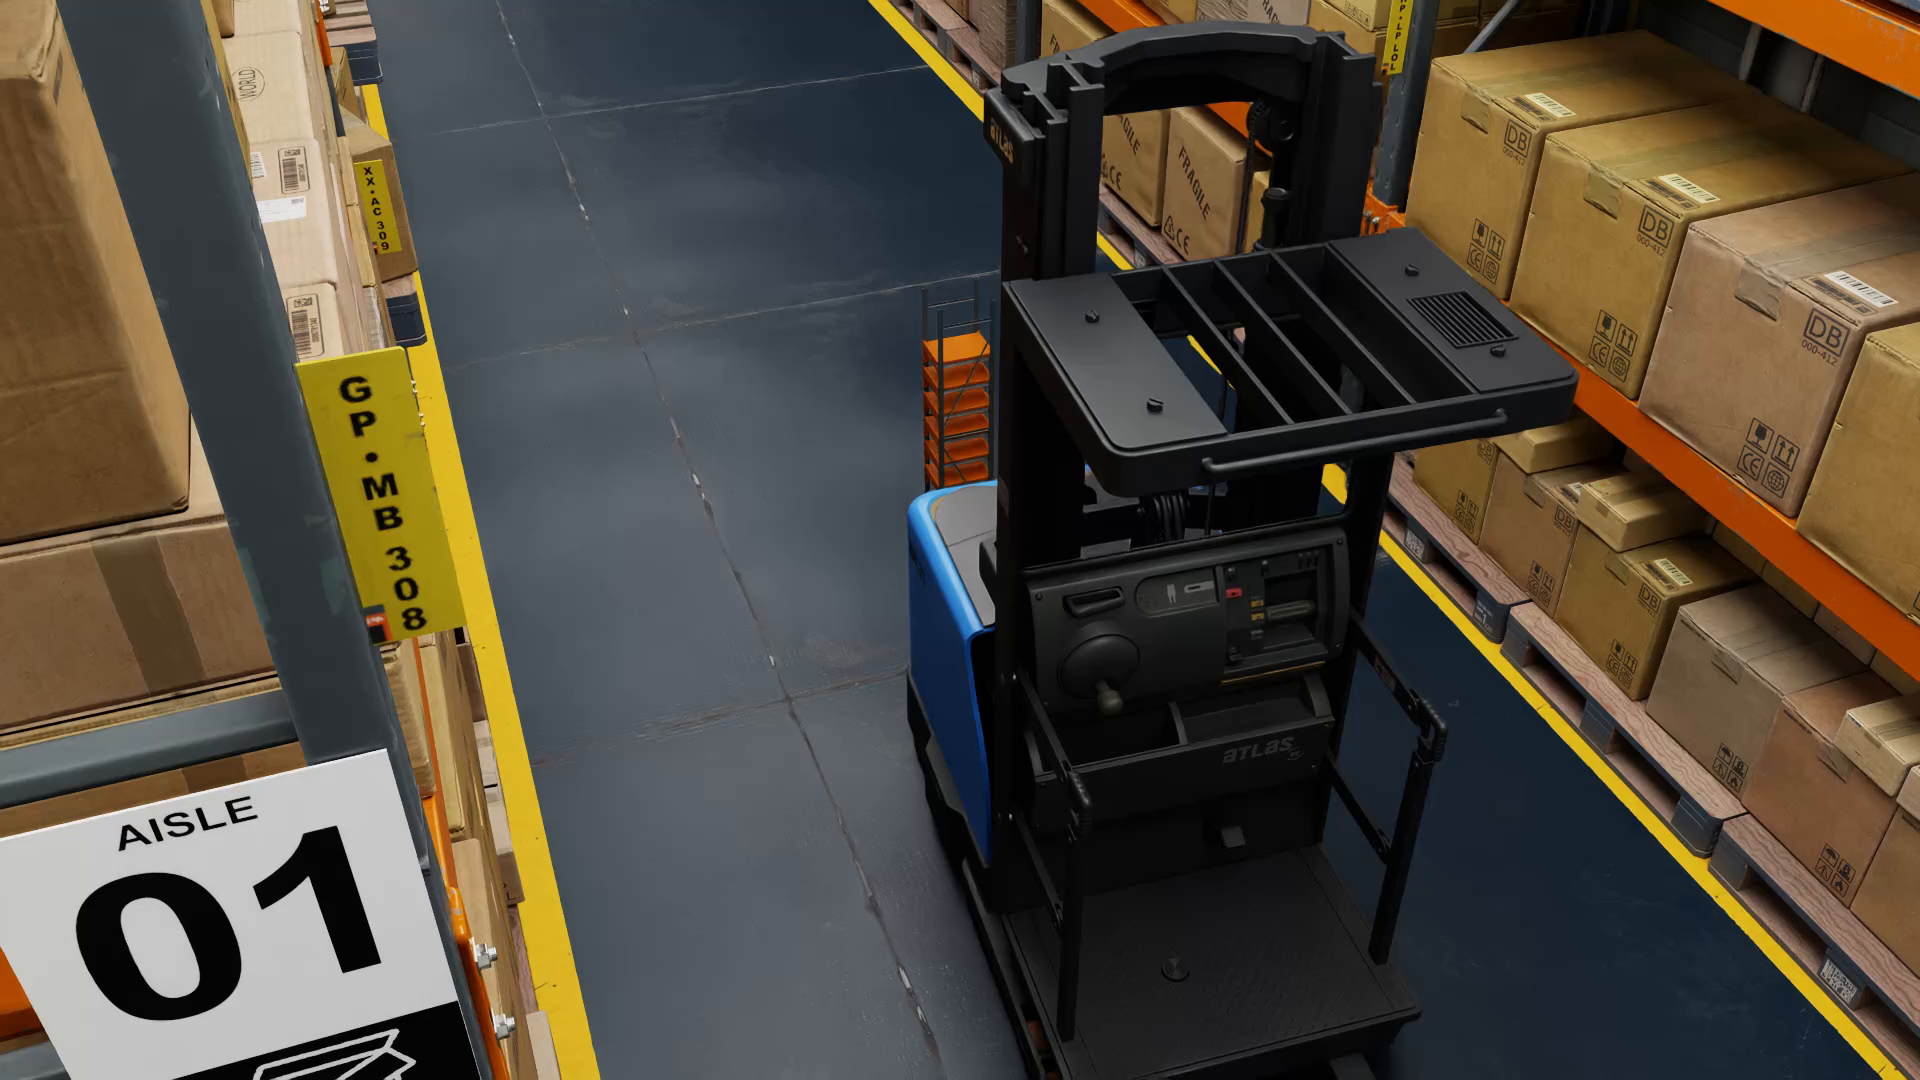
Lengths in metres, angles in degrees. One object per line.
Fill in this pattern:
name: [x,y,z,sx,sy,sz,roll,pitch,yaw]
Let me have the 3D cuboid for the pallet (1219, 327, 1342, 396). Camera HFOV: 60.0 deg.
pallet: [1.879,-0.968,8.360,1.003,0.211,1.213,-12,39,-16]

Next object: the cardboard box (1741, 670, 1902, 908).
cardboard box: [3.085,0.771,5.461,0.700,0.500,0.500,-13,39,-16]

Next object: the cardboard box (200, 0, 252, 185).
cardboard box: [-1.343,-0.599,2.144,0.700,0.500,0.500,-12,39,-16]

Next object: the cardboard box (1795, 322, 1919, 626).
cardboard box: [3.146,-0.217,4.795,0.980,0.700,0.700,-13,39,-16]

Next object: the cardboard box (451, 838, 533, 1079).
cardboard box: [-0.963,0.881,2.673,0.500,0.500,0.500,-11,38,-15]

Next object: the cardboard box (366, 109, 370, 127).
cardboard box: [-3.889,-2.603,10.150,0.500,0.250,0.500,-13,39,-17]

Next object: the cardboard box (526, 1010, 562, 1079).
cardboard box: [-1.323,1.617,4.529,0.500,0.250,0.500,-12,39,-16]

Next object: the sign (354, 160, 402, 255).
sign: [-1.928,-1.096,5.493,0.100,0.325,0.005,-12,39,-16]

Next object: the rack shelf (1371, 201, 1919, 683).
rack shelf: [2.904,-0.245,5.679,1.077,0.370,4.000,-12,39,-16]

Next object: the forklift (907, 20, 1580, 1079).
forklift: [0.702,0.299,4.417,1.130,2.935,3.031,-10,38,-13]

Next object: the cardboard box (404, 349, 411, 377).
cardboard box: [-2.904,-1.004,7.801,0.500,0.500,0.500,-14,39,-18]

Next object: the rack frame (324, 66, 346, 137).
rack frame: [-2.434,-0.634,5.599,1.000,3.000,0.127,-12,39,-16]

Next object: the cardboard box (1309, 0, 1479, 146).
cardboard box: [1.820,-2.037,7.114,0.500,0.500,0.500,-13,39,-17]

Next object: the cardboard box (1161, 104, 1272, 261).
cardboard box: [1.561,-1.813,8.601,0.750,0.750,0.750,-11,38,-15]

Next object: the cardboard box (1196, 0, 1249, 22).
cardboard box: [1.470,-2.609,7.873,0.500,0.500,0.500,-12,39,-16]

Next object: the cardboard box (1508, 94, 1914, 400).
cardboard box: [2.633,-1.058,5.912,0.980,0.700,0.700,-13,39,-17]

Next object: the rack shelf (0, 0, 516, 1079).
rack shelf: [-1.746,-0.415,3.413,1.077,0.370,4.000,-12,39,-16]

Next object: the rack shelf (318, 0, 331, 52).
rack shelf: [-3.123,-2.675,6.412,1.077,0.370,4.000,-12,39,-16]

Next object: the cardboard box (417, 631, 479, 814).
cardboard box: [-1.318,0.304,3.440,0.500,0.500,0.500,-12,39,-15]

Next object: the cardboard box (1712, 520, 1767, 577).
cardboard box: [2.963,-0.035,5.993,0.380,0.149,0.250,-13,39,-17]

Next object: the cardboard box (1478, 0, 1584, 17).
cardboard box: [2.302,-2.442,7.028,0.500,0.250,0.500,-11,38,-15]

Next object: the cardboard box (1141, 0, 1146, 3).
cardboard box: [1.125,-3.022,8.961,0.380,0.149,0.250,-12,39,-15]

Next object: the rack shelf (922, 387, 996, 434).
rack shelf: [-0.005,-0.548,6.854,0.258,0.103,0.180,-12,39,-16]

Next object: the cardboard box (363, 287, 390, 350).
cardboard box: [-1.665,-0.268,4.198,0.500,0.500,0.500,-12,39,-16]

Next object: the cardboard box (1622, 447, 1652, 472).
cardboard box: [2.788,-0.323,6.376,0.380,0.149,0.250,-14,39,-17]

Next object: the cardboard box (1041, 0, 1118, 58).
cardboard box: [0.969,-2.788,9.896,0.750,0.750,0.750,-13,39,-17]

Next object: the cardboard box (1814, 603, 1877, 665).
cardboard box: [3.139,0.253,5.610,0.380,0.149,0.250,-12,39,-15]

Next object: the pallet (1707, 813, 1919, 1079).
pallet: [3.243,1.276,5.380,1.003,0.211,1.213,-12,39,-16]

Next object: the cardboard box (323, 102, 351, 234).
cardboard box: [-1.508,-0.704,3.323,0.500,0.250,0.500,-12,39,-16]

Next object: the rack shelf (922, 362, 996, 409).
rack shelf: [-0.005,-0.644,6.782,0.258,0.103,0.180,-12,39,-16]

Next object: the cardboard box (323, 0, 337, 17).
cardboard box: [-3.488,-2.769,8.001,0.700,0.500,0.500,-26,44,-31]

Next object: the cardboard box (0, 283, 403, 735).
cardboard box: [-0.990,-0.056,2.048,0.500,0.250,0.500,-12,39,-16]

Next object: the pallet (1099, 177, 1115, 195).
pallet: [1.039,-2.347,10.190,1.003,0.211,1.213,-12,39,-16]

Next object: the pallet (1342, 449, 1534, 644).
pallet: [2.404,-0.102,7.210,1.003,0.211,1.213,-12,39,-16]

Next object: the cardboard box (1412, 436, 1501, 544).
cardboard box: [2.376,-0.387,7.000,0.700,0.500,0.500,-12,39,-15]

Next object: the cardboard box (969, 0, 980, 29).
cardboard box: [0.474,-3.810,11.526,0.700,0.500,0.500,-13,39,-16]

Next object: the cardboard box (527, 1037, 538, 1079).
cardboard box: [-0.963,1.280,2.974,0.500,0.500,0.500,-12,39,-15]

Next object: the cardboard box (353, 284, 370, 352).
cardboard box: [-1.156,-0.141,2.575,0.500,0.250,0.500,-12,39,-16]

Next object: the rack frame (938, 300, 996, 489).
rack frame: [0.027,-0.436,6.831,0.240,1.200,0.006,-12,39,-16]

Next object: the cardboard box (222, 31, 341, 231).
cardboard box: [-1.334,-0.621,2.798,0.500,0.250,0.500,-12,39,-16]

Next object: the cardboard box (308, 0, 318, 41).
cardboard box: [-1.855,-1.268,4.072,0.500,0.250,0.500,-12,39,-16]

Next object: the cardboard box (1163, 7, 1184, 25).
cardboard box: [1.273,-2.731,8.574,0.380,0.149,0.250,-12,39,-16]

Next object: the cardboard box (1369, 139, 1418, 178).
cardboard box: [1.833,-1.702,7.208,0.380,0.149,0.250,-12,39,-16]

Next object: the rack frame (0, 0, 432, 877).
rack frame: [-1.058,-0.771,0.794,1.000,3.000,0.127,-12,39,-16]

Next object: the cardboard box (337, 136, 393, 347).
cardboard box: [-2.017,-0.841,4.960,0.500,0.500,0.500,-12,39,-16]

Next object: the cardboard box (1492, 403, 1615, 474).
cardboard box: [2.323,-0.415,6.497,0.380,0.149,0.250,-11,38,-14]

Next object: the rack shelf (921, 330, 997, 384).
rack shelf: [-0.005,-0.739,6.710,0.258,0.103,0.180,-12,39,-16]

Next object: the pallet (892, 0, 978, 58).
pallet: [0.155,-3.937,12.302,1.003,0.211,1.213,-12,39,-16]

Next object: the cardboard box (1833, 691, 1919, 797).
cardboard box: [2.953,0.616,5.129,0.380,0.149,0.250,-11,38,-15]

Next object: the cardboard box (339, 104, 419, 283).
cardboard box: [-2.387,-1.156,5.859,0.700,0.500,0.500,-26,44,-31]

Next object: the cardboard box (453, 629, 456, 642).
cardboard box: [-1.664,0.136,4.493,0.500,0.500,0.500,-12,39,-15]

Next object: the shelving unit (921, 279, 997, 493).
shelving unit: [-0.005,-0.487,6.900,0.258,1.200,0.189,-12,39,-16]

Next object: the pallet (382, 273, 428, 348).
pallet: [-2.607,-1.031,6.286,1.003,0.211,1.213,-12,39,-16]

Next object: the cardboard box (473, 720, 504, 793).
cardboard box: [-1.787,0.792,5.710,0.380,0.149,0.250,-12,39,-16]

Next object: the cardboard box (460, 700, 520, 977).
cardboard box: [-1.316,0.706,3.736,0.500,0.500,0.500,-13,39,-16]

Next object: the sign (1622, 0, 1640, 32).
sign: [2.736,-2.155,6.832,0.100,0.325,0.005,-12,39,-16]

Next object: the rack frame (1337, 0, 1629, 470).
rack frame: [2.215,-1.662,6.963,1.000,3.000,0.127,-12,39,-16]

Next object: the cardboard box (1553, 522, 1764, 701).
cardboard box: [2.721,0.188,6.236,0.700,0.500,0.500,-12,39,-15]

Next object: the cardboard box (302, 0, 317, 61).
cardboard box: [-1.673,-1.187,3.549,0.500,0.250,0.500,-12,39,-16]

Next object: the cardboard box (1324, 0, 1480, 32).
cardboard box: [1.815,-2.339,6.892,0.500,0.250,0.500,-12,38,-15]
